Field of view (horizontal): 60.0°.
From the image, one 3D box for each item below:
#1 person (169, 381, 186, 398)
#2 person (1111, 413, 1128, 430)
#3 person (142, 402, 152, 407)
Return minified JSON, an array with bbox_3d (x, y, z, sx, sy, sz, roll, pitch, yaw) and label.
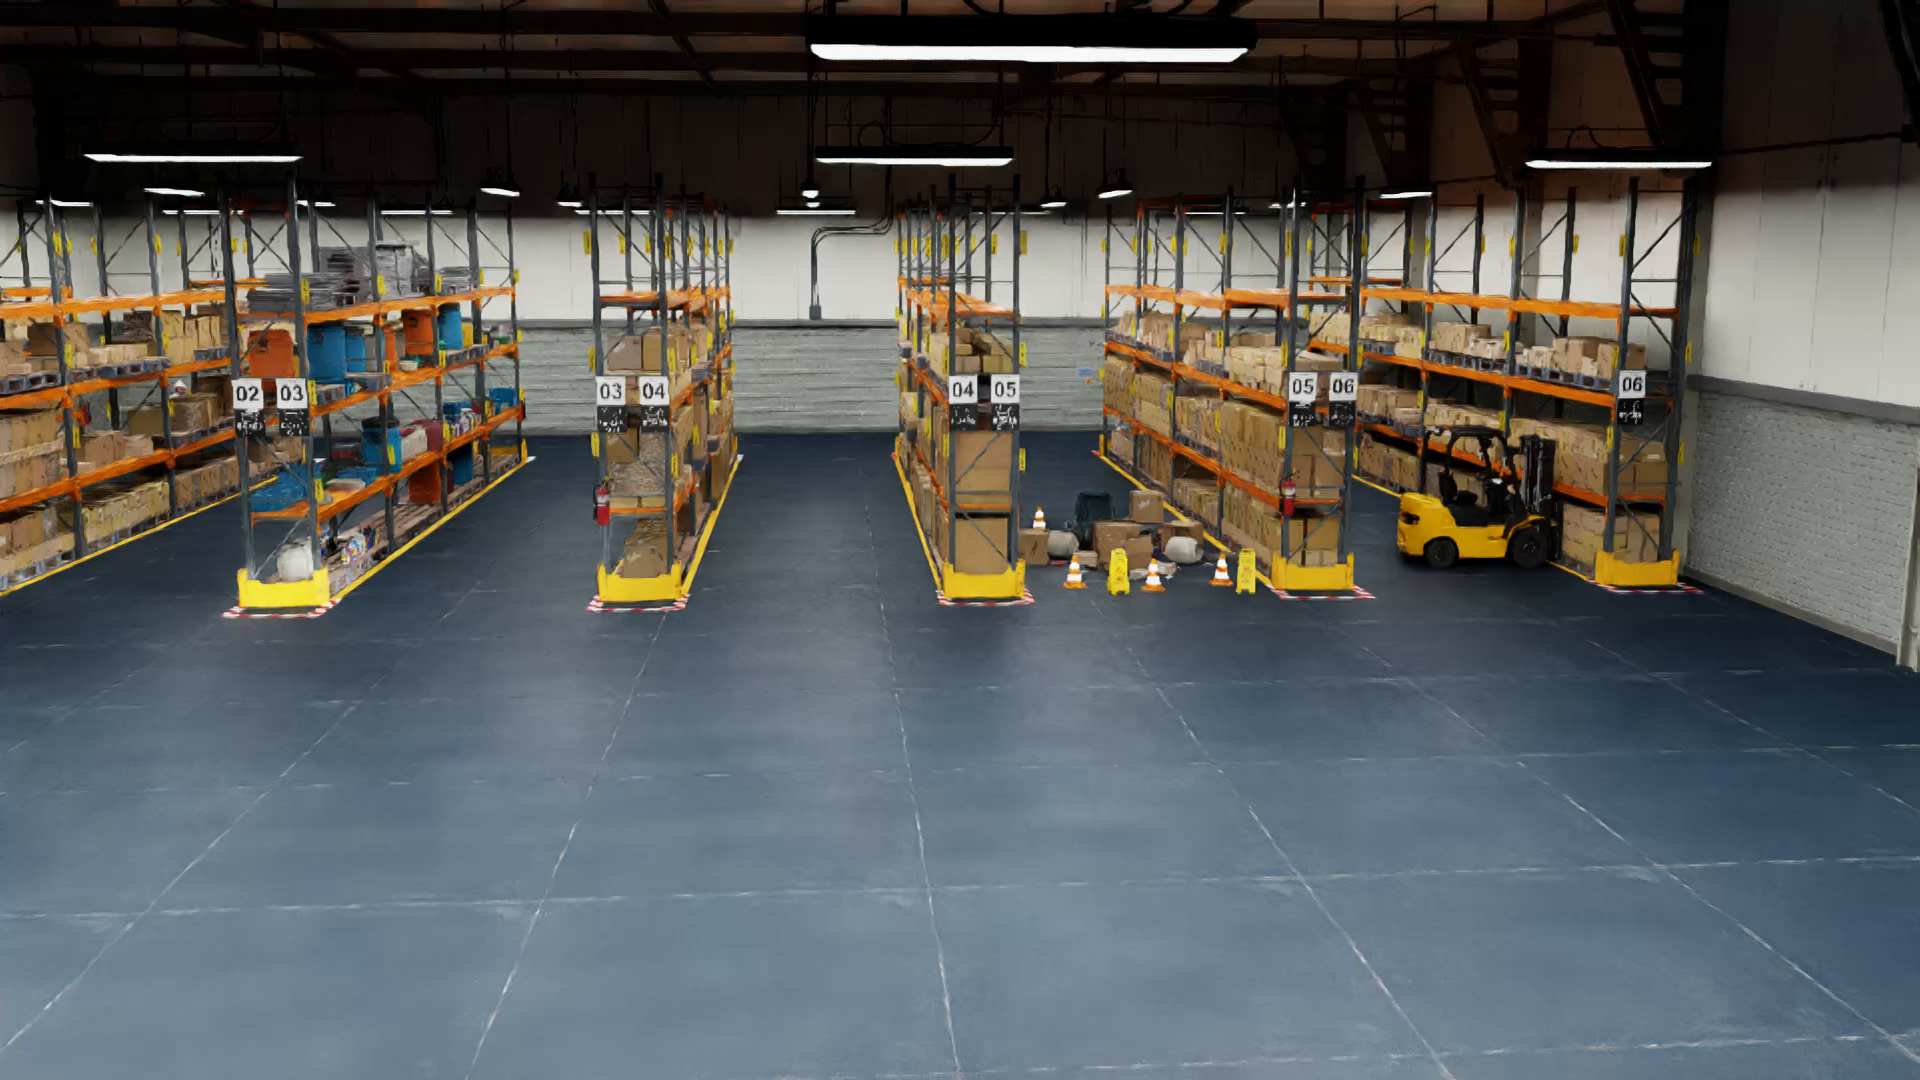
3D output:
[{"bbox_3d":[-19.025,-2.973,40.407,0.470,1.759,0.695,5,11,27],"label":"person"},{"bbox_3d":[4.164,-3.475,43.197,0.458,1.779,0.704,-7,12,-36],"label":"person"},{"bbox_3d":[-18.007,-2.290,37.005,0.456,1.587,1.088,0,10,-2],"label":"person"}]
